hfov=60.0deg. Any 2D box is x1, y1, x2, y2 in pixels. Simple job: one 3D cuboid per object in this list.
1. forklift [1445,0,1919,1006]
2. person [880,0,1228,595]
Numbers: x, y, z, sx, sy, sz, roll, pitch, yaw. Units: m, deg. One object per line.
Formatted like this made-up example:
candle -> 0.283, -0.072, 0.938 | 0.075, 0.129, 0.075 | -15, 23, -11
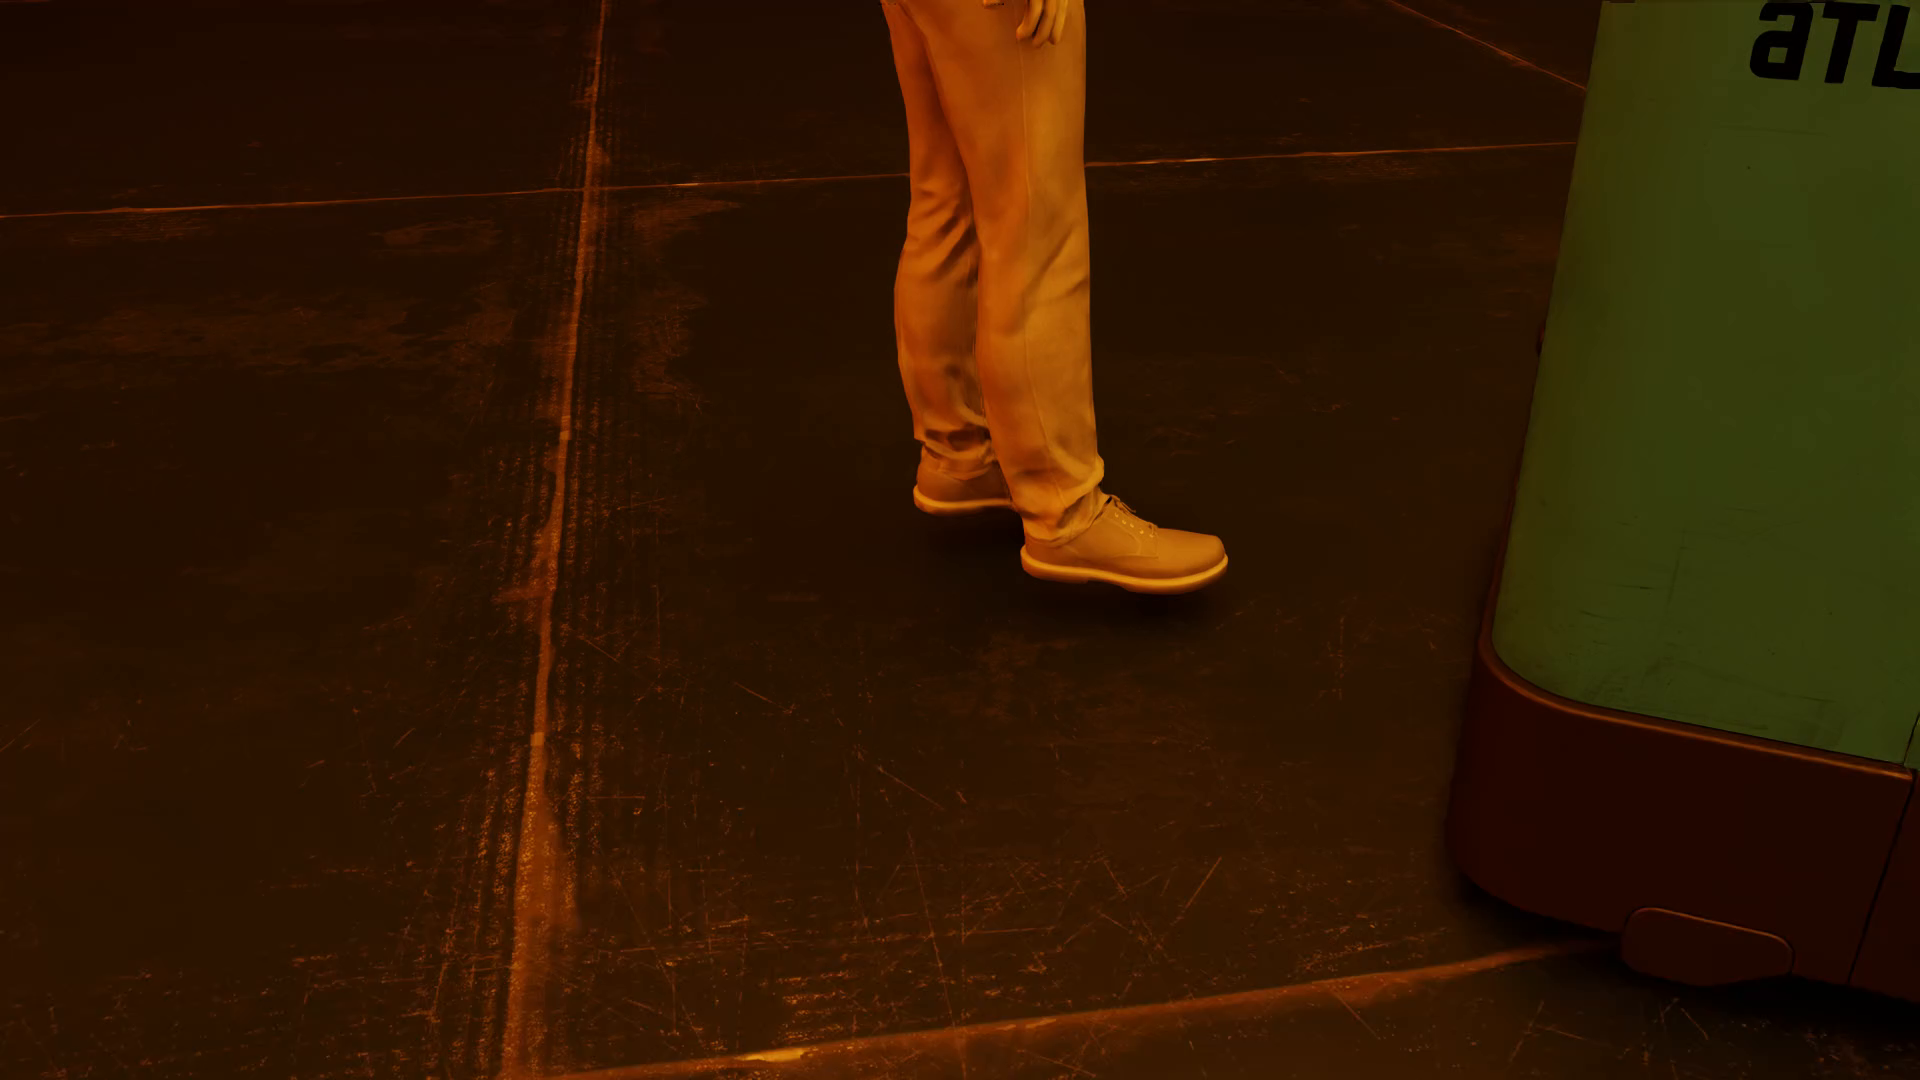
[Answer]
forklift -> 2.079, -0.845, 0.965 | 3.031, 2.935, 1.130 | 10, 30, 19
person -> 0.072, -0.793, 2.096 | 0.525, 1.695, 0.600 | -4, 28, -8
